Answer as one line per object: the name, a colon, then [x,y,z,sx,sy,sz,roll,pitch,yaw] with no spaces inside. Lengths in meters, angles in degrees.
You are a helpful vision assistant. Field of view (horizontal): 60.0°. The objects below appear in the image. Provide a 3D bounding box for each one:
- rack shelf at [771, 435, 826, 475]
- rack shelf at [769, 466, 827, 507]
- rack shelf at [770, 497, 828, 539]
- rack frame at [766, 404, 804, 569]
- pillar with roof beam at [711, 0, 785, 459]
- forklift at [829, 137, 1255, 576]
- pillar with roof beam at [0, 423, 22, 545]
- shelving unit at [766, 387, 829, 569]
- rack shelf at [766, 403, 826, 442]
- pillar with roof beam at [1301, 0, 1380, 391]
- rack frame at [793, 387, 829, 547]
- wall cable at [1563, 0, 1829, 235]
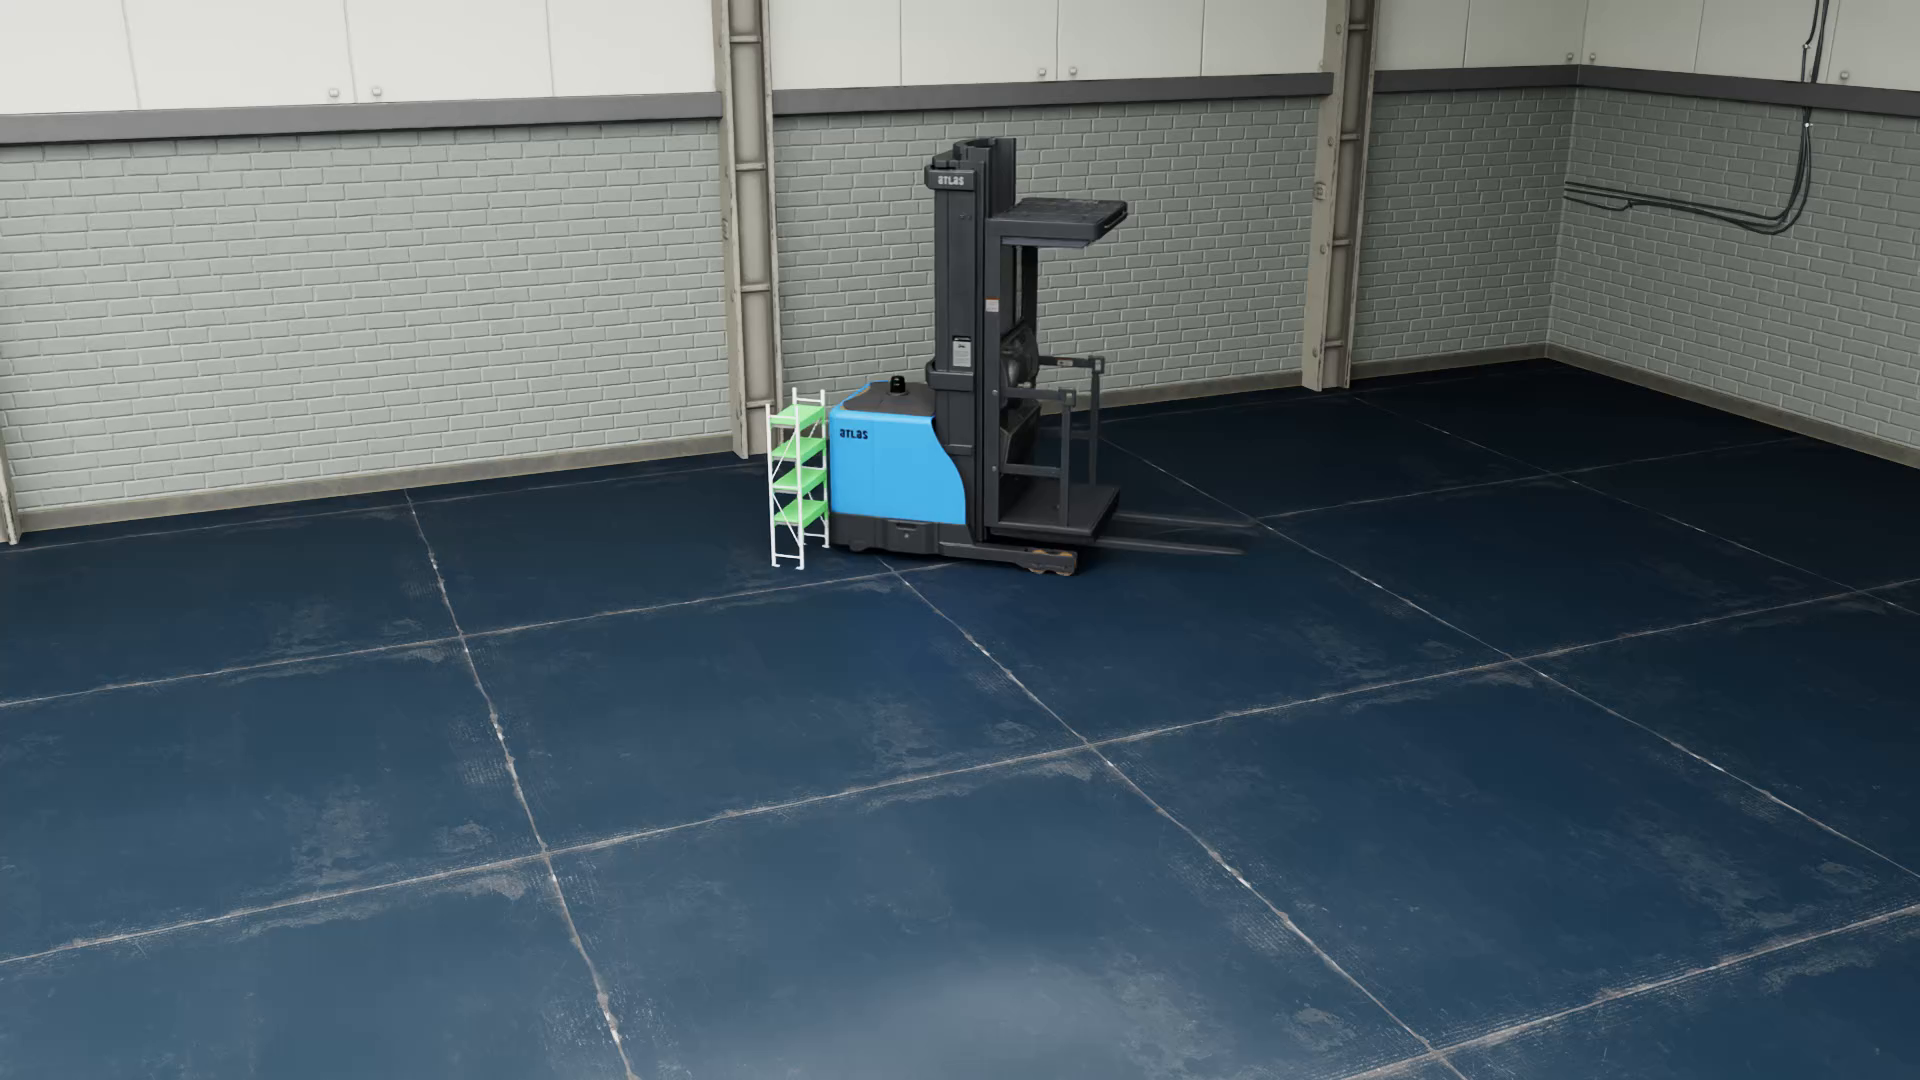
rack shelf: [-1.165,-0.615,11.931,0.258,0.148,0.480,6,20,16]
rack shelf: [-1.165,-0.388,12.011,0.258,0.148,0.480,6,20,16]
rack shelf: [-1.165,-0.162,12.091,0.258,0.148,0.480,6,20,16]
rack frame: [-1.236,-0.371,11.770,0.240,1.200,0.015,6,20,16]
pillar with roof beam: [-0.078,-3.715,9.522,0.400,9.000,9.100,-8,21,-22]
forklift: [0.615,-1.321,11.860,3.031,2.935,1.130,5,20,15]
pillar with roof beam: [-5.588,-2.925,7.280,0.400,9.000,9.100,-8,21,-22]
shelving unit: [-1.165,-0.449,11.990,0.258,1.200,0.503,6,20,16]
rack shelf: [-1.165,-0.841,11.852,0.258,0.148,0.480,6,20,16]
pillar with roof beam: [5.431,-4.504,11.764,0.400,9.000,9.100,-8,21,-22]
rack frame: [-1.094,-0.526,12.210,0.240,1.200,0.015,6,20,16]
wall cable: [6.955,-4.336,15.964,0.112,2.526,3.097,-8,21,-22]
